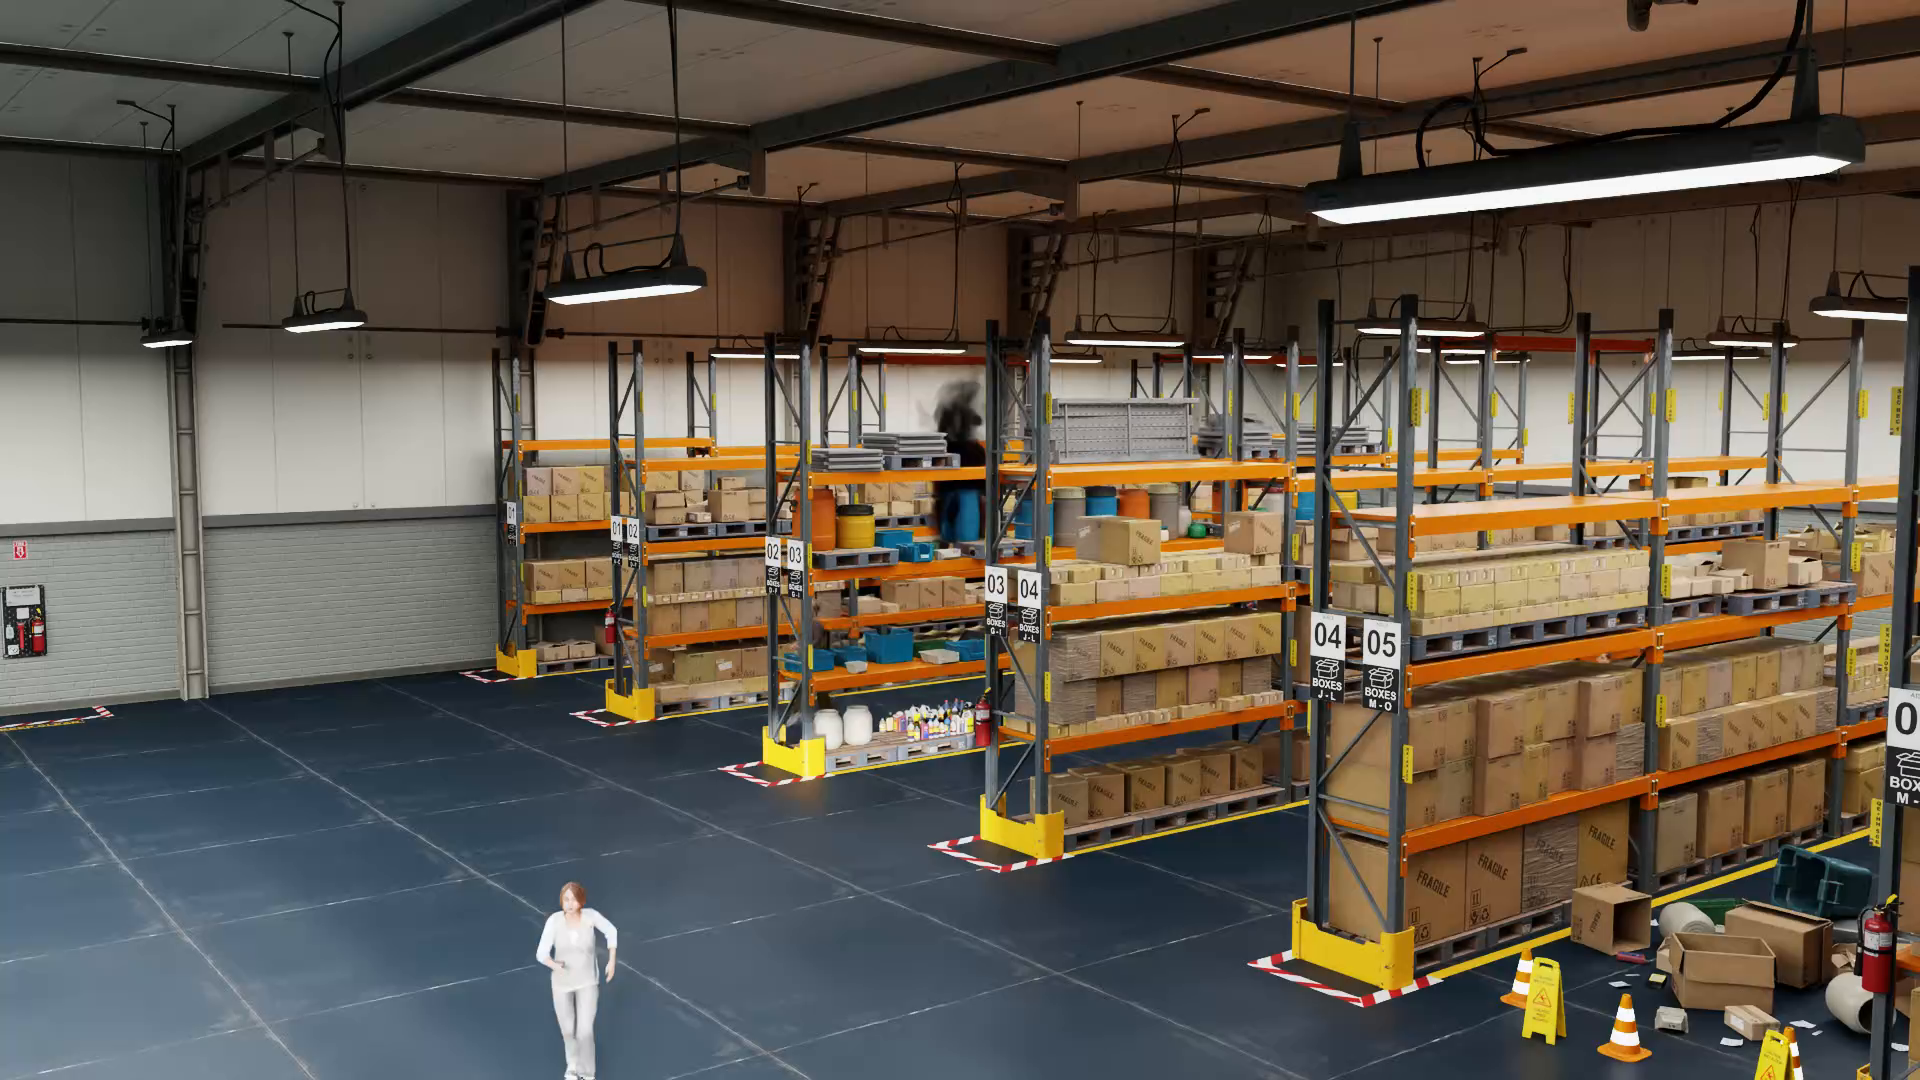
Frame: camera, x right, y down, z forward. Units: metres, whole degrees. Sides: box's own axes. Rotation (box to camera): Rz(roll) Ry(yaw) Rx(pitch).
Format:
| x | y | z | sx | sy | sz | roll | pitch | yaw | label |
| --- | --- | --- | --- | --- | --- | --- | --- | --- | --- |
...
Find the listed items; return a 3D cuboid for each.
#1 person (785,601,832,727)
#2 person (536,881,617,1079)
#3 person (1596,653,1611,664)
| x | y | z | sx | sy | sz | roll | pitch | yaw | label |
| --- | --- | --- | --- | --- | --- | --- | --- | --- | --- |
| -2.268 | 1.839 | 24.932 | 0.770 | 1.894 | 0.737 | -4 | 6 | -36 | person |
| -2.812 | 3.312 | 12.213 | 0.560 | 1.656 | 0.696 | -1 | 5 | -6 | person |
| 8.703 | 2.330 | 22.592 | 0.813 | 1.703 | 0.565 | -5 | 7 | -43 | person |
